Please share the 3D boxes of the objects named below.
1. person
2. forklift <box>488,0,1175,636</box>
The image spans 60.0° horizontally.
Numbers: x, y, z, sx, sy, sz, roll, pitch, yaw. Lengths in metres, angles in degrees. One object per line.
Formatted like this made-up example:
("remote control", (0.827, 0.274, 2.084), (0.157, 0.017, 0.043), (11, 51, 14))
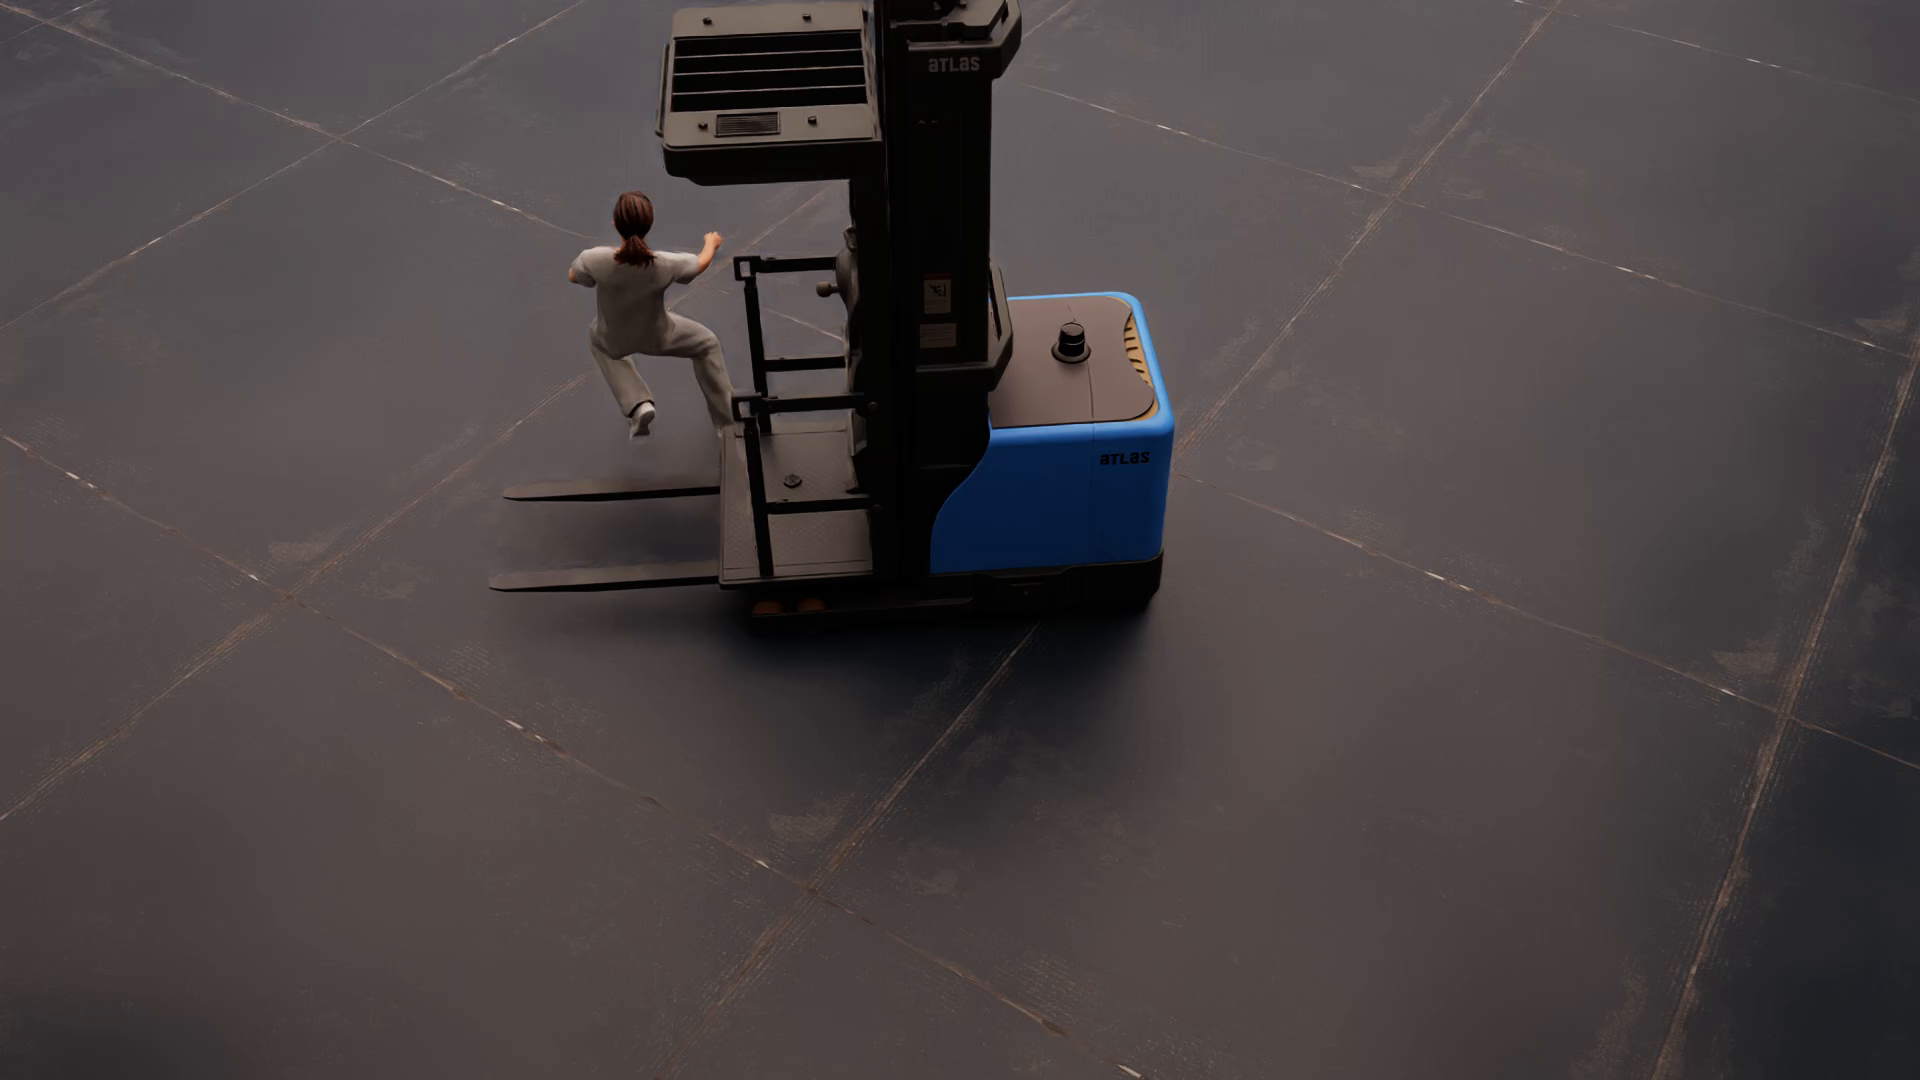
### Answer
("person", (-1.467, -1.093, 7.967), (0.716, 1.526, 0.736), (-4, 44, -5))
("forklift", (-0.630, -1.010, 6.914), (3.031, 2.935, 1.130), (-4, 44, -4))
